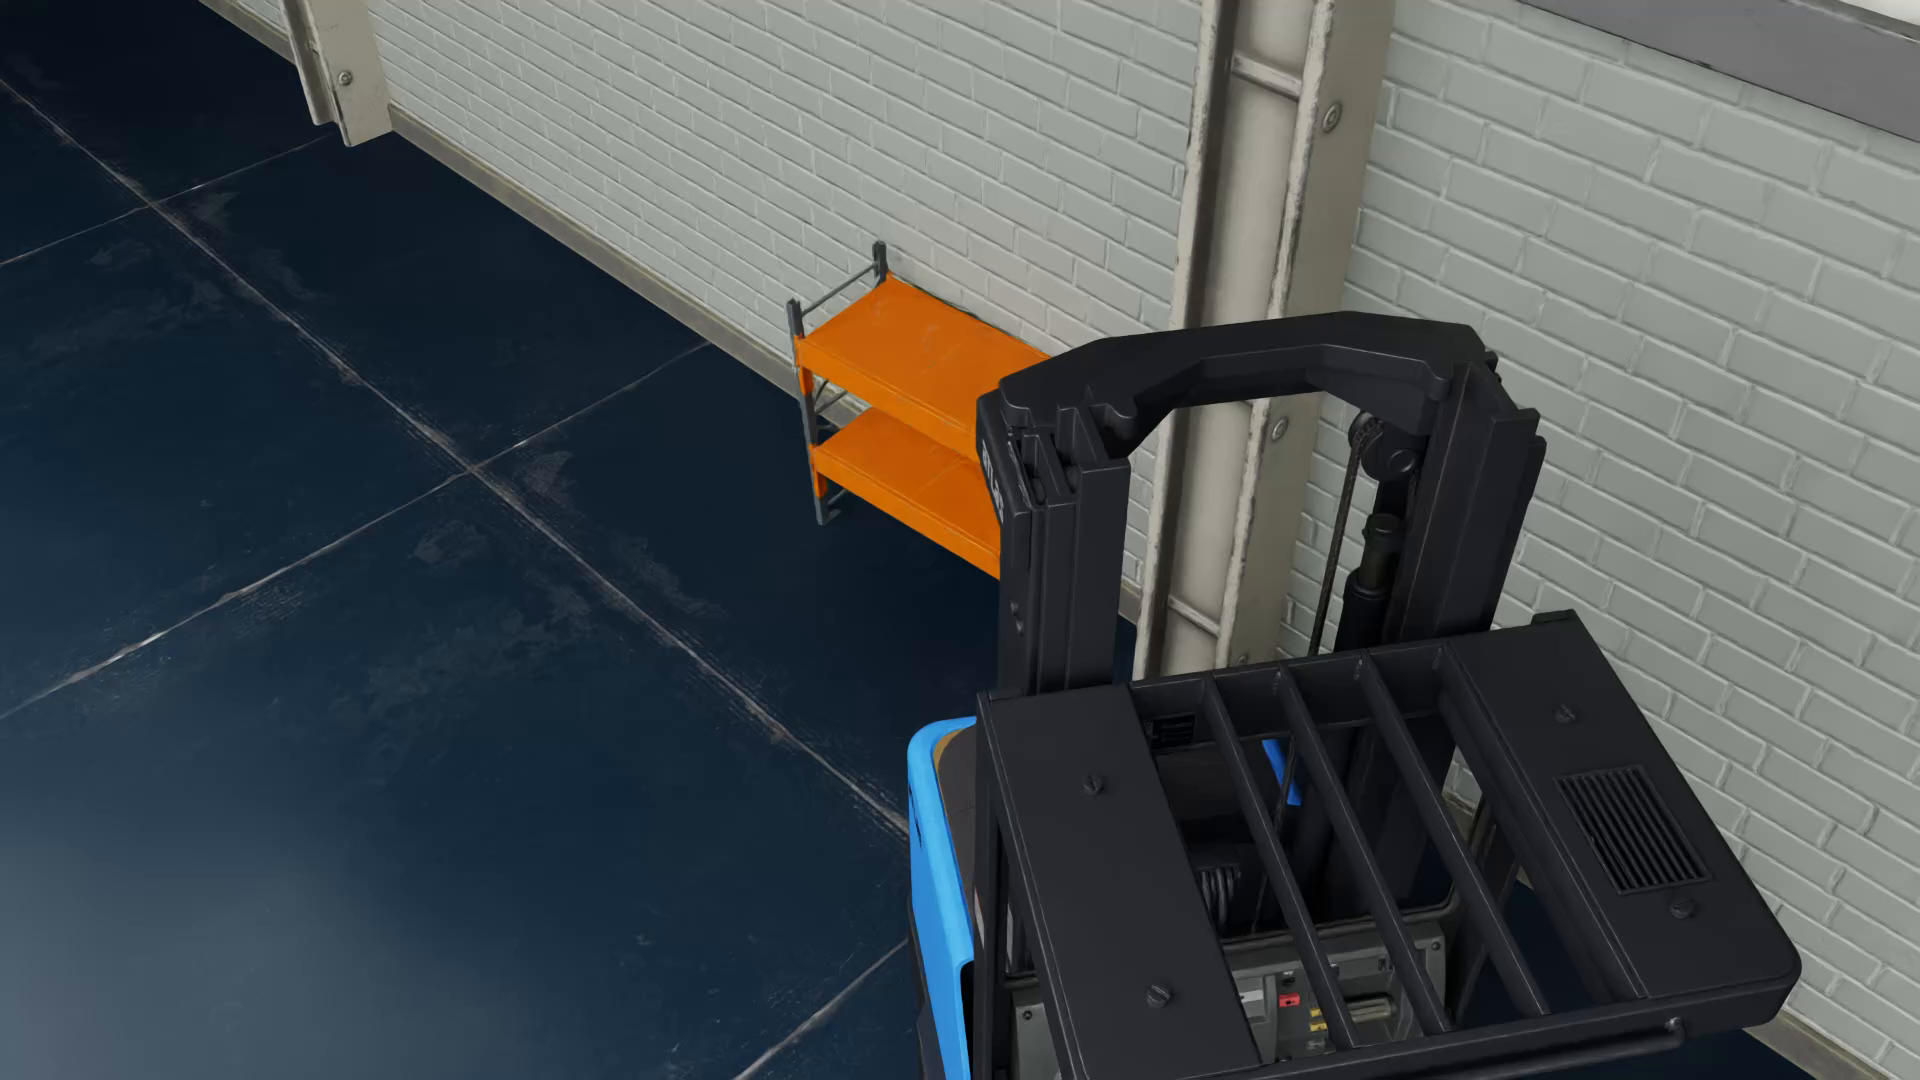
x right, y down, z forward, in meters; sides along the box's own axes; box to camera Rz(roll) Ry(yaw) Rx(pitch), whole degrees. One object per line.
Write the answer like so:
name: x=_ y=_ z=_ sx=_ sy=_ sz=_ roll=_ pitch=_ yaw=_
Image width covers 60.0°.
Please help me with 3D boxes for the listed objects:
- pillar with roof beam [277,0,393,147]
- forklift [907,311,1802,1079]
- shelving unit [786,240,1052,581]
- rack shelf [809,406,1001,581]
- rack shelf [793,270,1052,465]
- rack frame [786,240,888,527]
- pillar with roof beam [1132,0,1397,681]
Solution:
pillar with roof beam: x=-6.409 y=-3.549 z=3.960 sx=9.100 sy=9.000 sz=0.400 roll=-34 pitch=53 yaw=-31
forklift: x=0.616 y=1.147 z=3.349 sx=1.130 sy=2.935 sz=3.031 roll=-7 pitch=43 yaw=-8
shelving unit: x=-0.050 y=-0.368 z=6.300 sx=1.048 sy=1.125 sz=0.538 roll=31 pitch=54 yaw=29
rack shelf: x=-0.040 y=-0.196 z=6.474 sx=1.000 sy=0.278 sz=0.538 roll=31 pitch=54 yaw=29
rack shelf: x=-0.063 y=-0.574 z=6.093 sx=1.000 sy=0.278 sz=0.538 roll=31 pitch=54 yaw=29
rack frame: x=-0.433 y=-0.594 z=6.547 sx=0.032 sy=1.125 sz=0.500 roll=31 pitch=54 yaw=29
pillar with roof beam: x=-2.172 y=-0.666 z=0.840 sx=9.100 sy=9.000 sz=0.400 roll=-34 pitch=53 yaw=-31
